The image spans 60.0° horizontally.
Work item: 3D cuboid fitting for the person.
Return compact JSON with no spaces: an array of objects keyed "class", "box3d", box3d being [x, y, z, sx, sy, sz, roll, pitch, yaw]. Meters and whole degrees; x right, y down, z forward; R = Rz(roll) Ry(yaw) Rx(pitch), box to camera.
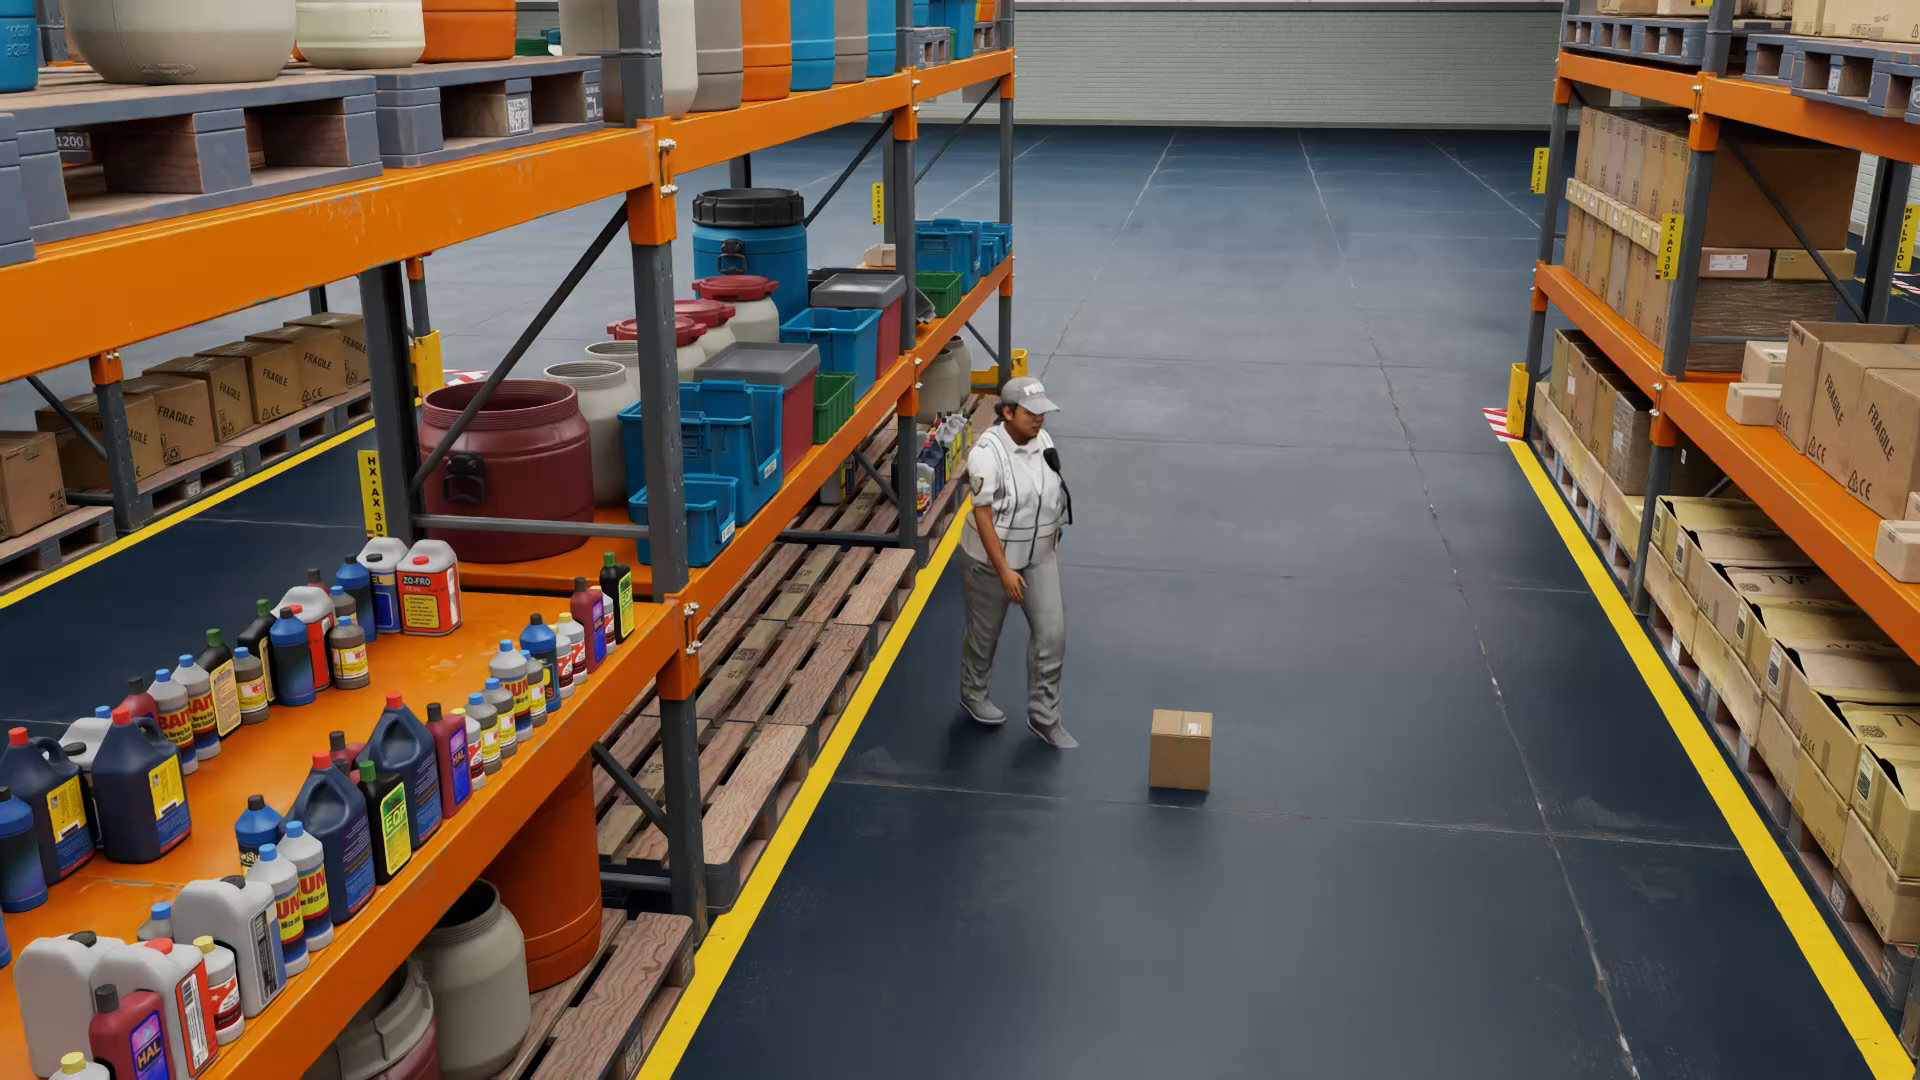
[{"class":"person","box3d":[0.227,0.106,7.316,0.487,1.710,0.635,-10,21,-29]}]
